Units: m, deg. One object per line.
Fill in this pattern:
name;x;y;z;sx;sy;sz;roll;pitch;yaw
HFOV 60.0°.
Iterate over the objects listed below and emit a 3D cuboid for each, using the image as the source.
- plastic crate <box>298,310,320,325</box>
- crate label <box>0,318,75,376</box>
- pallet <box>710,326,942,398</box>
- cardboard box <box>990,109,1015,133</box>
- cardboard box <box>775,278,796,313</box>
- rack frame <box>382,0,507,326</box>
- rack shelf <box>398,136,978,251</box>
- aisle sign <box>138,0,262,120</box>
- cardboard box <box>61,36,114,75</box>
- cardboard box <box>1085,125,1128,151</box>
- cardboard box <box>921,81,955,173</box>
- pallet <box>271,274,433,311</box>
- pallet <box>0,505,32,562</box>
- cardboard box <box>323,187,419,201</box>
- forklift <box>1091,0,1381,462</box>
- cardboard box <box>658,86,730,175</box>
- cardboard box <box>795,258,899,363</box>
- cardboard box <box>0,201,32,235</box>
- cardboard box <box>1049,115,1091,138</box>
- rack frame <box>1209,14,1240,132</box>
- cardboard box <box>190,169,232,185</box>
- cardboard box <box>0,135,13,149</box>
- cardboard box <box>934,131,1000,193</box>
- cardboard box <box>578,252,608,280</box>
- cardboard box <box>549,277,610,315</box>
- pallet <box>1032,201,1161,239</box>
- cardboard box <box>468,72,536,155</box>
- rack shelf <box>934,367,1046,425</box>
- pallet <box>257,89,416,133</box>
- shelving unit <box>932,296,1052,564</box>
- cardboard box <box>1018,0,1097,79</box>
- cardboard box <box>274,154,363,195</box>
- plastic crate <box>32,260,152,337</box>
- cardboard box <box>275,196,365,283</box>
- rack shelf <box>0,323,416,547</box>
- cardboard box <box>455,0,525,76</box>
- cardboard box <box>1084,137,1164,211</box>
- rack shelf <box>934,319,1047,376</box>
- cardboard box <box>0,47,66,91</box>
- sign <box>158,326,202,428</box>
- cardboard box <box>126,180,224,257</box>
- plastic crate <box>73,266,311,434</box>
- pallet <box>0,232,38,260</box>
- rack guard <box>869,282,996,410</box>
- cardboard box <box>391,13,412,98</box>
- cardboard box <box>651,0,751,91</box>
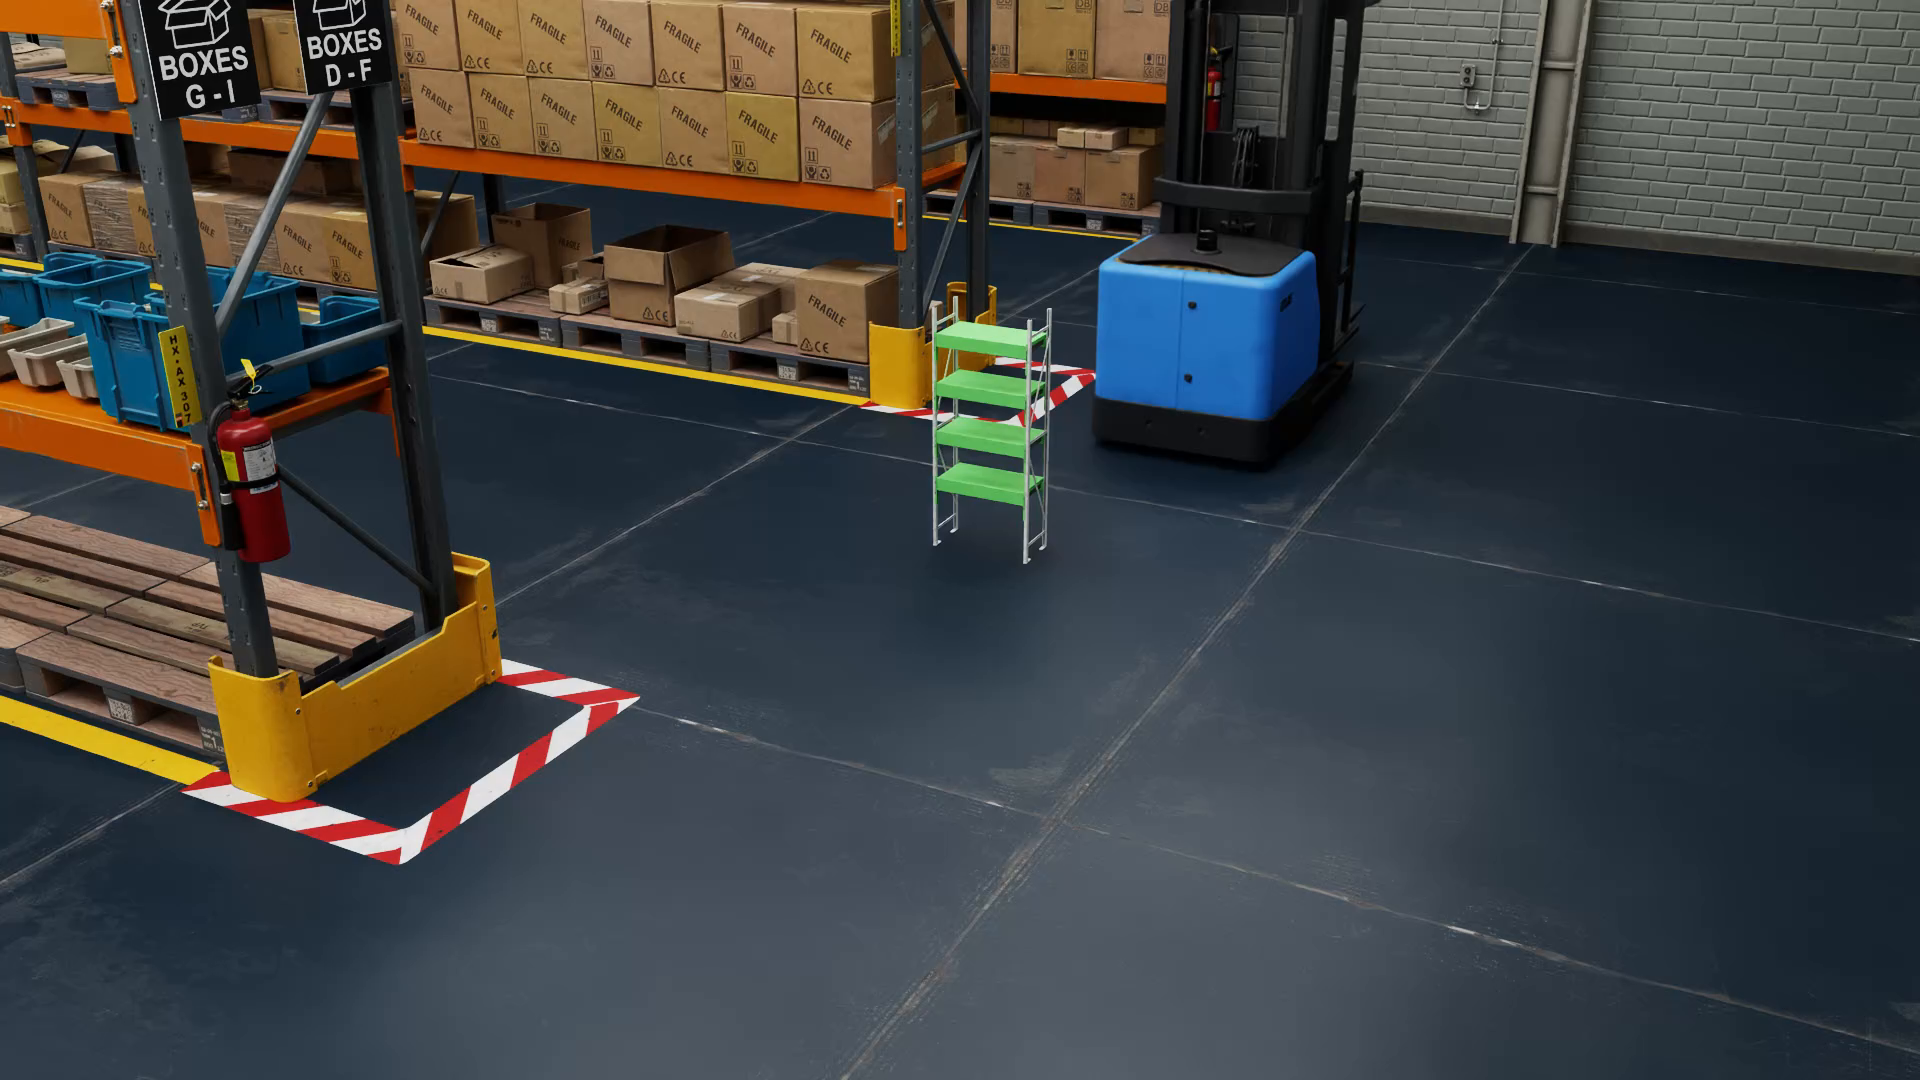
plastic crate;-2.649;-0.805;6.570;0.298;0.136;0.250;11;25;25
crate label;-3.649;-0.738;6.414;0.243;0.136;0.396;11;25;25
pallet;-0.869;-1.254;10.930;1.213;0.211;1.003;11;25;25
cardboard box;0.316;-3.861;15.324;0.250;0.149;0.380;11;25;24
cardboard box;-0.893;-1.604;11.141;0.500;0.250;0.500;11;25;25
rack frame;-3.659;-3.090;11.684;0.127;3.000;1.000;11;25;25
rack shelf;-1.874;-2.406;10.994;4.000;0.370;1.077;11;25;25
aisle sign;-2.396;-1.736;5.177;0.004;0.787;0.394;11;25;25
cardboard box;-6.616;-3.964;13.074;0.500;0.500;0.700;3;23;7
cardboard box;1.276;-3.504;14.485;0.250;0.149;0.380;11;25;24
cardboard box;-0.367;-2.600;10.404;0.500;0.500;0.500;12;26;26
pallet;-4.402;-1.937;12.536;1.213;0.211;1.003;11;25;25
pallet;-5.224;0.039;7.889;1.213;0.211;1.003;11;25;25
cardboard box;-4.462;-2.403;12.700;0.500;0.500;0.500;12;26;25
forklift;1.844;-2.314;9.946;1.130;2.935;3.031;11;25;24
cardboard box;-1.519;-2.594;10.390;0.500;0.500;0.500;11;26;25
cardboard box;-0.686;-1.446;10.449;0.500;0.500;0.500;11;25;25
cardboard box;-7.809;-2.732;13.818;0.500;0.250;0.500;12;26;26
cardboard box;0.999;-3.726;15.007;0.250;0.149;0.380;11;26;25
rack frame;2.142;-4.115;14.092;0.127;3.000;1.000;11;25;25
cardboard box;-5.827;-2.674;13.337;0.500;0.500;0.500;10;25;23
cardboard box;-8.491;-3.358;14.574;0.500;0.311;0.500;10;25;23
cardboard box;0.097;-3.515;15.339;0.500;0.500;0.700;12;26;26
cardboard box;-2.354;-1.921;11.809;0.500;0.311;0.500;11;25;25
cardboard box;-2.606;-1.690;11.449;0.250;0.166;0.380;11;25;25
pallet;1.393;-2.945;14.906;1.213;0.211;1.003;11;25;25
cardboard box;-2.869;-2.862;11.019;0.500;0.500;0.500;12;26;25
rack shelf;0.148;-0.685;7.878;0.480;0.148;0.258;11;25;25
pallet;-4.323;-3.181;12.143;1.213;0.211;1.003;11;25;25
shelving unit;0.148;-0.523;7.946;0.503;1.200;0.258;11;25;25
cardboard box;1.028;-4.464;14.530;0.700;0.700;0.980;11;25;24
cardboard box;-4.873;-2.835;12.756;0.500;0.250;0.500;11;26;25
plastic crate;-3.575;-0.996;6.897;0.300;0.233;0.416;11;25;25
cardboard box;-4.666;-2.220;12.268;0.500;0.500;0.500;11;26;25
rack shelf;-4.113;-0.677;6.928;4.000;0.370;1.077;11;25;25
cardboard box;-2.905;-3.324;10.828;0.500;0.500;0.500;10;25;23
cardboard box;1.472;-3.246;14.708;0.500;0.500;0.700;11;25;25
rack shelf;0.148;-0.906;7.784;0.480;0.148;0.258;11;25;25
cardboard box;-7.534;-3.835;13.549;0.500;0.311;0.500;13;26;28
sign;-2.562;-0.535;5.466;0.005;0.325;0.100;11;25;25
cardboard box;-6.037;-2.488;12.899;0.500;0.500;0.500;11;25;24
plastic crate;-2.711;-0.692;5.923;0.499;0.435;0.616;11;25;25
pallet;-7.946;-2.672;14.264;1.213;0.211;1.003;11;25;25
rack guard;-0.157;-1.247;10.543;0.348;0.500;1.175;11;25;25
cardboard box;-3.981;-3.491;11.962;0.500;0.500;0.700;3;23;7
cardboard box;-1.527;-3.051;10.187;0.500;0.500;0.500;12;26;26
